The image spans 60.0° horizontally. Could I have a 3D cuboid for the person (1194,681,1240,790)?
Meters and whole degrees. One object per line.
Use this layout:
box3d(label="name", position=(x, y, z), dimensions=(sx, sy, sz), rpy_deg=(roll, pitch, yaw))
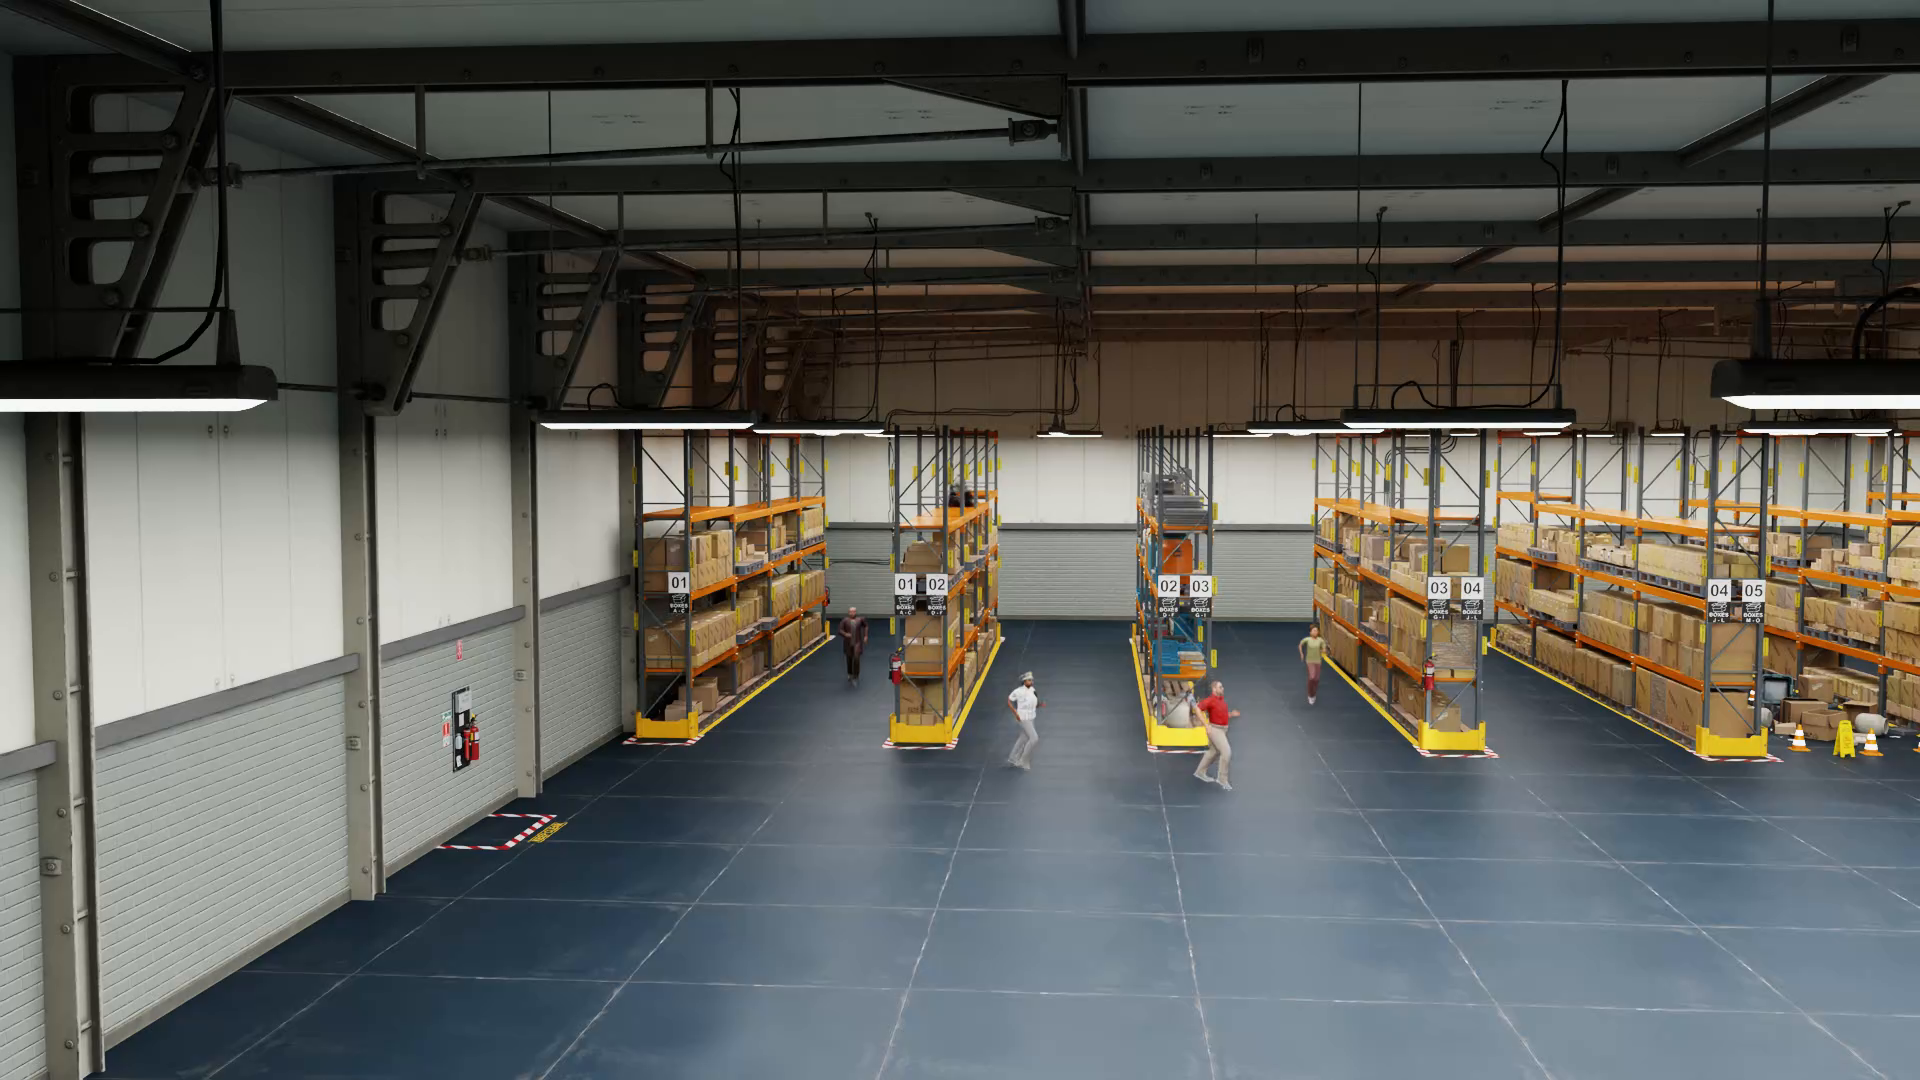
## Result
box3d(label="person", position=(4.235, 3.221, 27.426), dimensions=(0.778, 1.805, 0.638), rpy_deg=(2, 4, 25))

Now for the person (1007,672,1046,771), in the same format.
box3d(label="person", position=(1.167, 3.153, 28.981), dimensions=(0.706, 1.745, 0.546), rpy_deg=(2, 4, 33))

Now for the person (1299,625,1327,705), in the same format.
box3d(label="person", position=(7.695, 2.714, 36.188), dimensions=(0.543, 1.719, 0.723), rpy_deg=(0, 3, -5))

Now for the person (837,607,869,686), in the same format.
box3d(label="person", position=(-2.515, 2.481, 39.102), dimensions=(0.735, 1.827, 0.926), rpy_deg=(0, 3, -3))
